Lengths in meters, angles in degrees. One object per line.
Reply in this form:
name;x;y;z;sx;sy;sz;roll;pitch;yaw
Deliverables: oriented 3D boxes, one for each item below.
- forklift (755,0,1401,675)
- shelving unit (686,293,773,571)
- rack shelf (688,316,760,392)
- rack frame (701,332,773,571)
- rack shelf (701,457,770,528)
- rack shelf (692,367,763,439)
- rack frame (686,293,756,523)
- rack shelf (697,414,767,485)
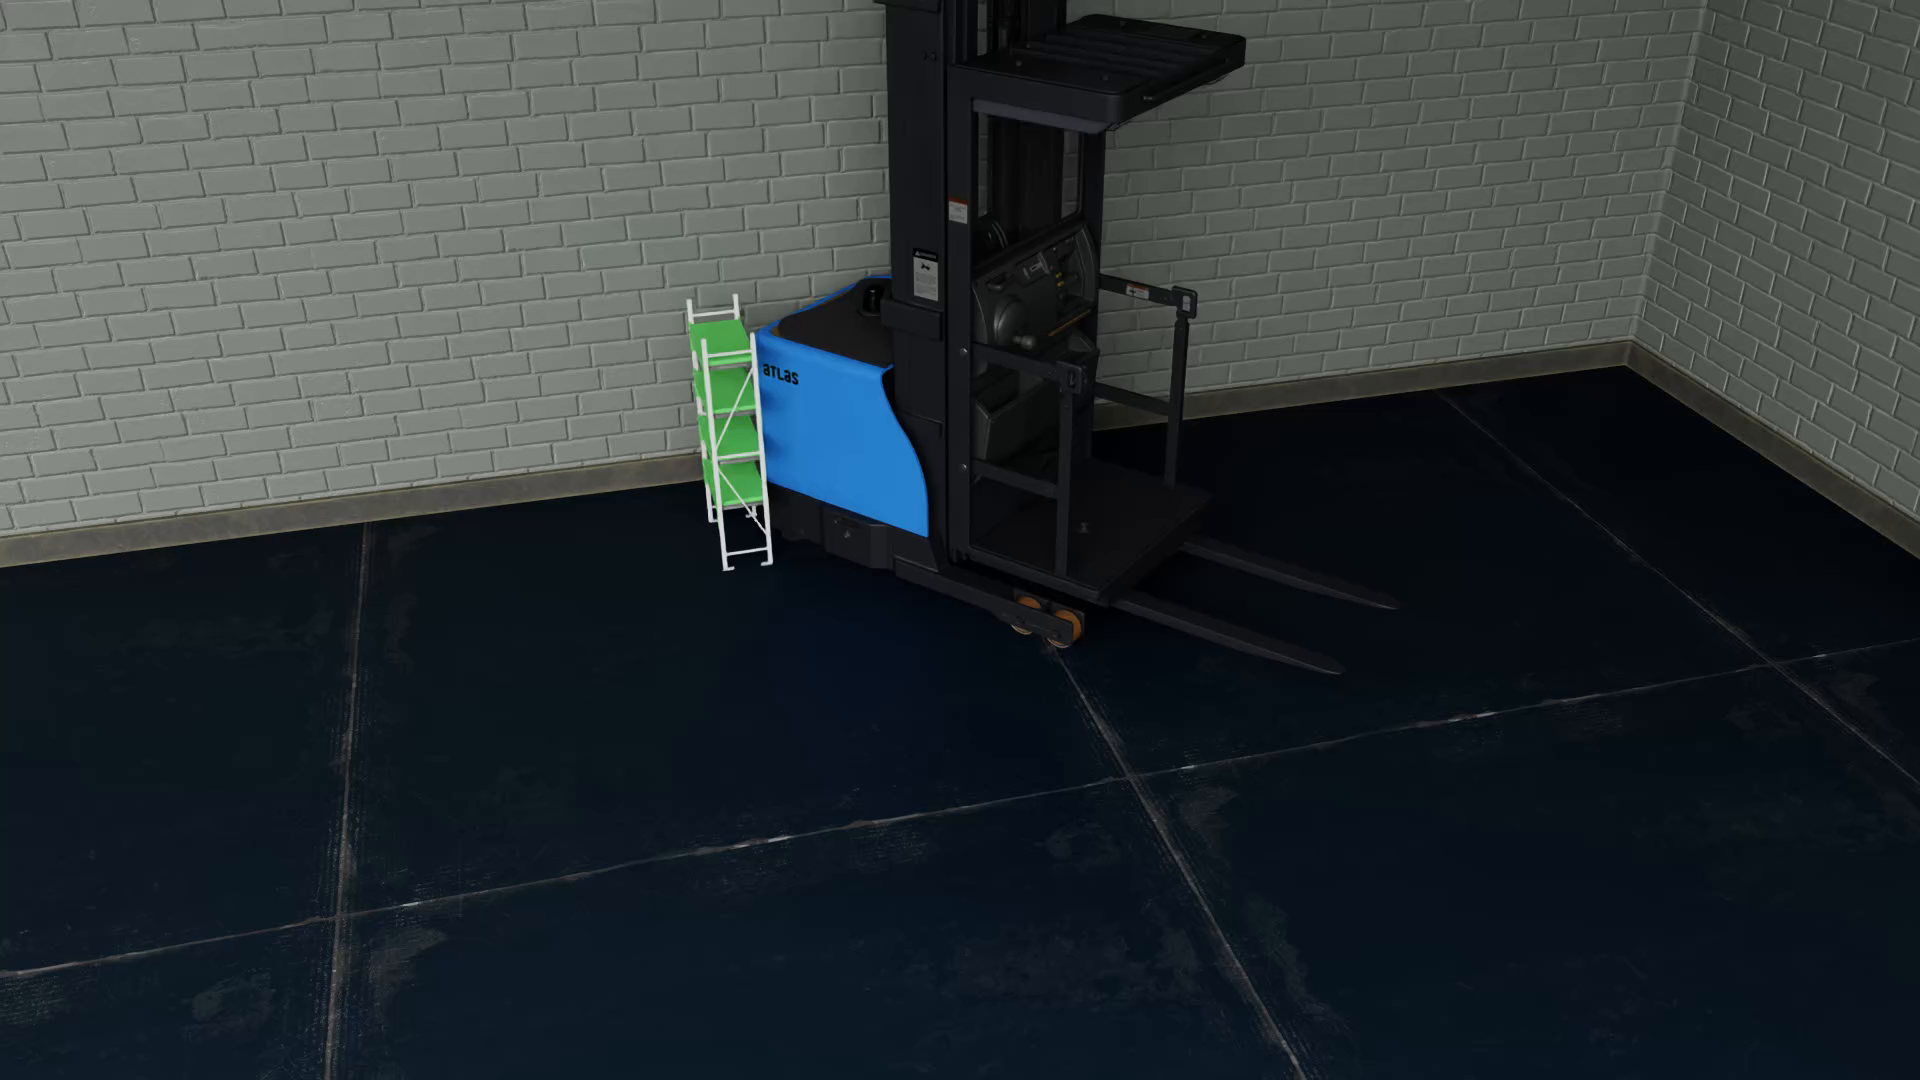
forklift;0.512;-1.091;7.209;3.031;2.935;1.130;19;35;29
shelving unit;-1.095;-0.510;7.930;0.258;1.200;0.503;-9;31;-13
rack shelf;-1.100;-0.869;7.720;0.258;0.148;0.480;-9;31;-13
rack frame;-1.029;-0.392;7.726;0.240;1.200;0.015;-9;31;-13
rack shelf;-1.091;-0.247;8.083;0.258;0.148;0.480;-9;31;-13
rack shelf;-1.097;-0.662;7.841;0.258;0.148;0.480;-9;31;-13
rack frame;-1.160;-0.628;8.133;0.240;1.200;0.015;-9;31;-13
rack shelf;-1.094;-0.455;7.962;0.258;0.148;0.480;-9;31;-13
